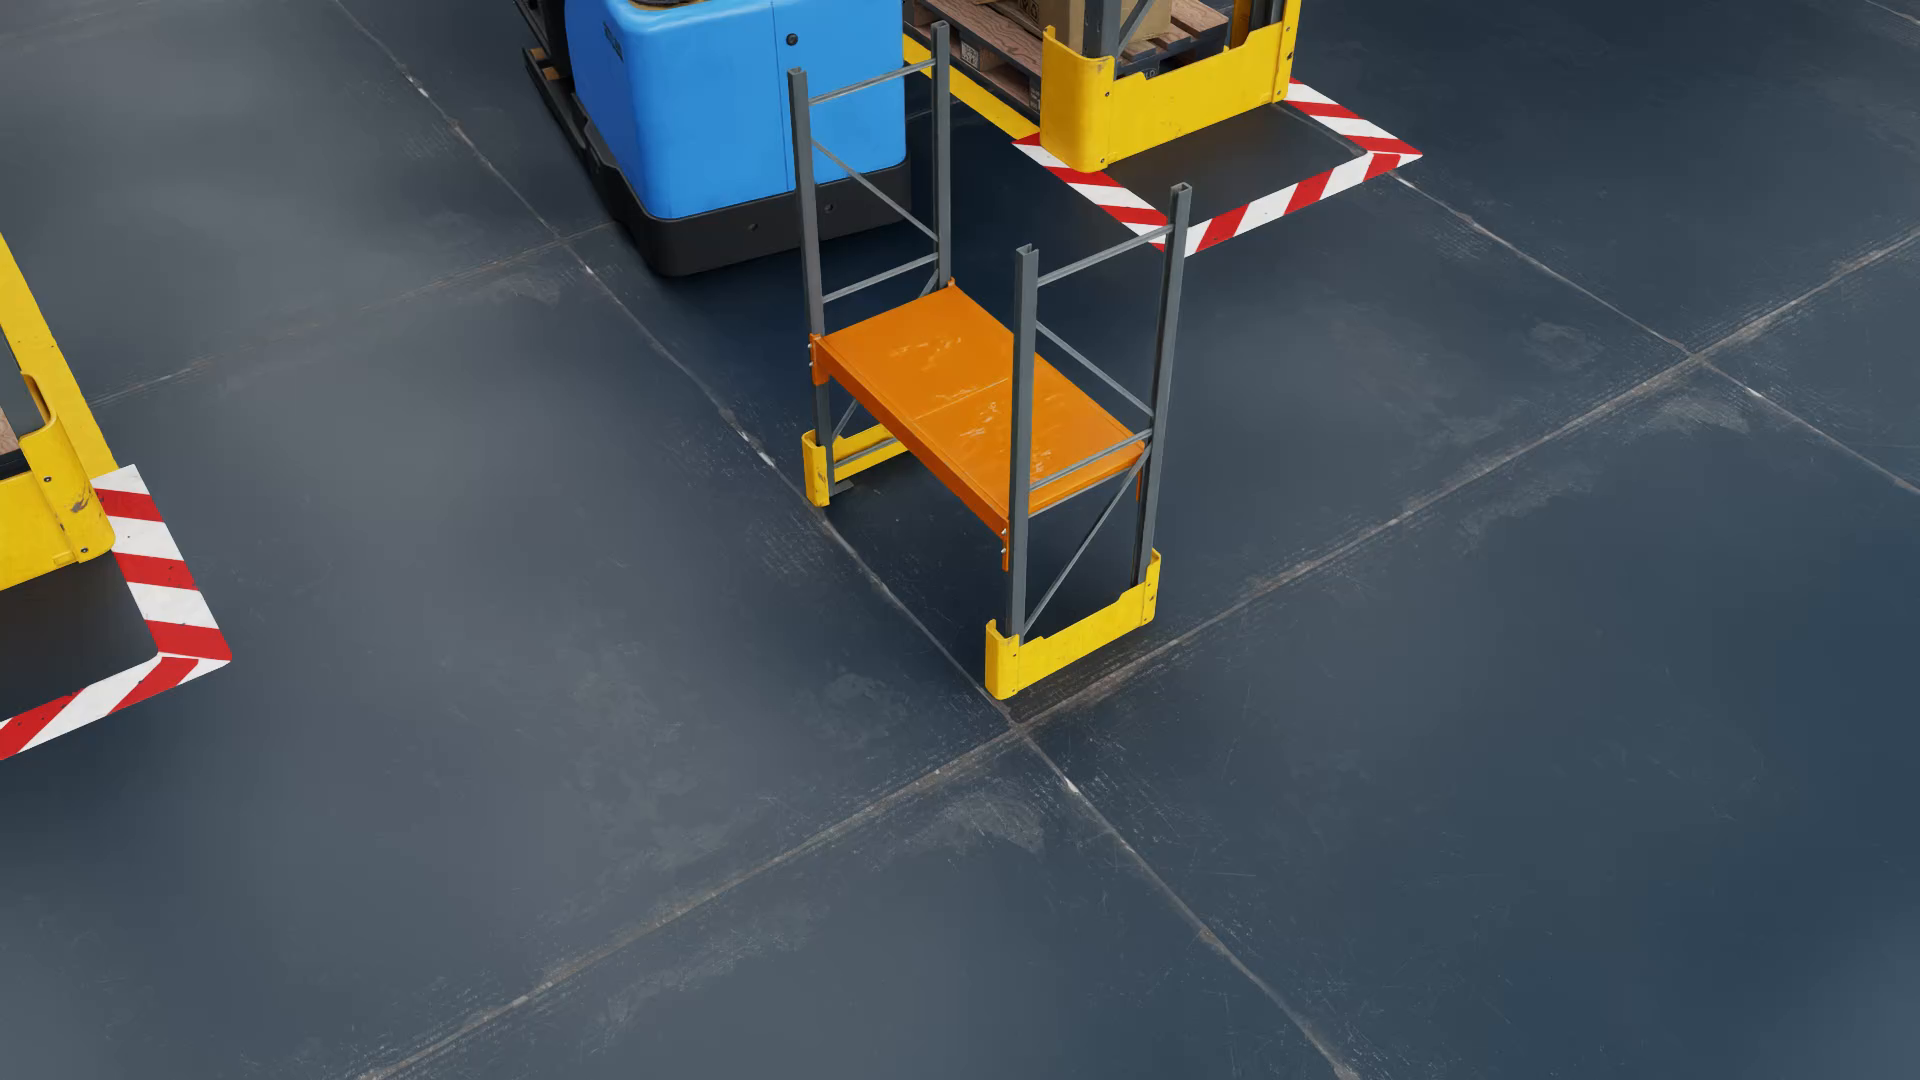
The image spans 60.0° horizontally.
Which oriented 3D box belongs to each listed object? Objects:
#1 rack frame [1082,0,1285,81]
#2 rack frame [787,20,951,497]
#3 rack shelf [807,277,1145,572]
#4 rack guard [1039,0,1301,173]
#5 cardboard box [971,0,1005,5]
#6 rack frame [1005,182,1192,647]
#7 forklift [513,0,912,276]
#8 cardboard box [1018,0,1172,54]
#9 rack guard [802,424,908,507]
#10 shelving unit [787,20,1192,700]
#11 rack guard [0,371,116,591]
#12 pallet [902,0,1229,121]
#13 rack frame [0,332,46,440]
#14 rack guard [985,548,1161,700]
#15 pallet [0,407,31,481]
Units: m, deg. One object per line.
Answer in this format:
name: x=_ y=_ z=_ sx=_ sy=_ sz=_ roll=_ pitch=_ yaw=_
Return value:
rack frame: x=0.929 y=-2.860 z=6.074 sx=1.000 sy=3.000 sz=0.127 roll=-26 pitch=49 yaw=-24
rack frame: x=-0.242 y=-0.782 z=4.983 sx=0.500 sy=1.500 sz=0.032 roll=-26 pitch=49 yaw=-24
rack shelf: x=0.049 y=-0.364 z=4.806 sx=0.538 sy=0.185 sz=1.000 roll=-26 pitch=49 yaw=-24
rack guard: x=0.885 y=-1.999 z=6.982 sx=1.175 sy=0.500 sz=0.348 roll=-26 pitch=49 yaw=-24
cardboard box: x=0.215 y=-2.793 z=7.510 sx=0.500 sy=0.500 sz=0.500 roll=-14 pitch=45 yaw=-14
rack frame: x=0.340 y=-0.206 z=4.380 sx=0.500 sy=1.500 sz=0.032 roll=-26 pitch=49 yaw=-24
forklift: x=-1.269 y=-3.061 z=6.334 sx=1.130 sy=2.935 sz=3.031 roll=-18 pitch=46 yaw=-18
cardboard box: x=0.585 y=-2.468 z=7.170 sx=0.500 sy=0.500 sz=0.500 roll=-17 pitch=46 yaw=-17
rack guard: x=-0.241 y=-0.329 z=5.414 sx=0.587 sy=0.250 sz=0.087 roll=-26 pitch=49 yaw=-24
shelving unit: x=0.044 y=-0.499 z=4.687 sx=0.587 sy=1.500 sz=1.083 roll=-26 pitch=49 yaw=-24
rack guard: x=-3.216 y=-0.024 z=4.913 sx=1.175 sy=0.500 sz=0.348 roll=-26 pitch=49 yaw=-24
pallet: x=0.450 y=-2.369 z=7.579 sx=1.003 sy=0.211 sz=1.213 roll=-26 pitch=49 yaw=-24
rack frame: x=-3.134 y=-0.904 z=4.024 sx=1.000 sy=3.000 sz=0.127 roll=-26 pitch=49 yaw=-24
rack guard: x=0.328 y=0.235 z=4.823 sx=0.587 sy=0.250 sz=0.087 roll=-26 pitch=49 yaw=-24
pallet: x=-3.676 y=-0.382 z=5.497 sx=1.003 sy=0.211 sz=1.213 roll=-26 pitch=49 yaw=-24
